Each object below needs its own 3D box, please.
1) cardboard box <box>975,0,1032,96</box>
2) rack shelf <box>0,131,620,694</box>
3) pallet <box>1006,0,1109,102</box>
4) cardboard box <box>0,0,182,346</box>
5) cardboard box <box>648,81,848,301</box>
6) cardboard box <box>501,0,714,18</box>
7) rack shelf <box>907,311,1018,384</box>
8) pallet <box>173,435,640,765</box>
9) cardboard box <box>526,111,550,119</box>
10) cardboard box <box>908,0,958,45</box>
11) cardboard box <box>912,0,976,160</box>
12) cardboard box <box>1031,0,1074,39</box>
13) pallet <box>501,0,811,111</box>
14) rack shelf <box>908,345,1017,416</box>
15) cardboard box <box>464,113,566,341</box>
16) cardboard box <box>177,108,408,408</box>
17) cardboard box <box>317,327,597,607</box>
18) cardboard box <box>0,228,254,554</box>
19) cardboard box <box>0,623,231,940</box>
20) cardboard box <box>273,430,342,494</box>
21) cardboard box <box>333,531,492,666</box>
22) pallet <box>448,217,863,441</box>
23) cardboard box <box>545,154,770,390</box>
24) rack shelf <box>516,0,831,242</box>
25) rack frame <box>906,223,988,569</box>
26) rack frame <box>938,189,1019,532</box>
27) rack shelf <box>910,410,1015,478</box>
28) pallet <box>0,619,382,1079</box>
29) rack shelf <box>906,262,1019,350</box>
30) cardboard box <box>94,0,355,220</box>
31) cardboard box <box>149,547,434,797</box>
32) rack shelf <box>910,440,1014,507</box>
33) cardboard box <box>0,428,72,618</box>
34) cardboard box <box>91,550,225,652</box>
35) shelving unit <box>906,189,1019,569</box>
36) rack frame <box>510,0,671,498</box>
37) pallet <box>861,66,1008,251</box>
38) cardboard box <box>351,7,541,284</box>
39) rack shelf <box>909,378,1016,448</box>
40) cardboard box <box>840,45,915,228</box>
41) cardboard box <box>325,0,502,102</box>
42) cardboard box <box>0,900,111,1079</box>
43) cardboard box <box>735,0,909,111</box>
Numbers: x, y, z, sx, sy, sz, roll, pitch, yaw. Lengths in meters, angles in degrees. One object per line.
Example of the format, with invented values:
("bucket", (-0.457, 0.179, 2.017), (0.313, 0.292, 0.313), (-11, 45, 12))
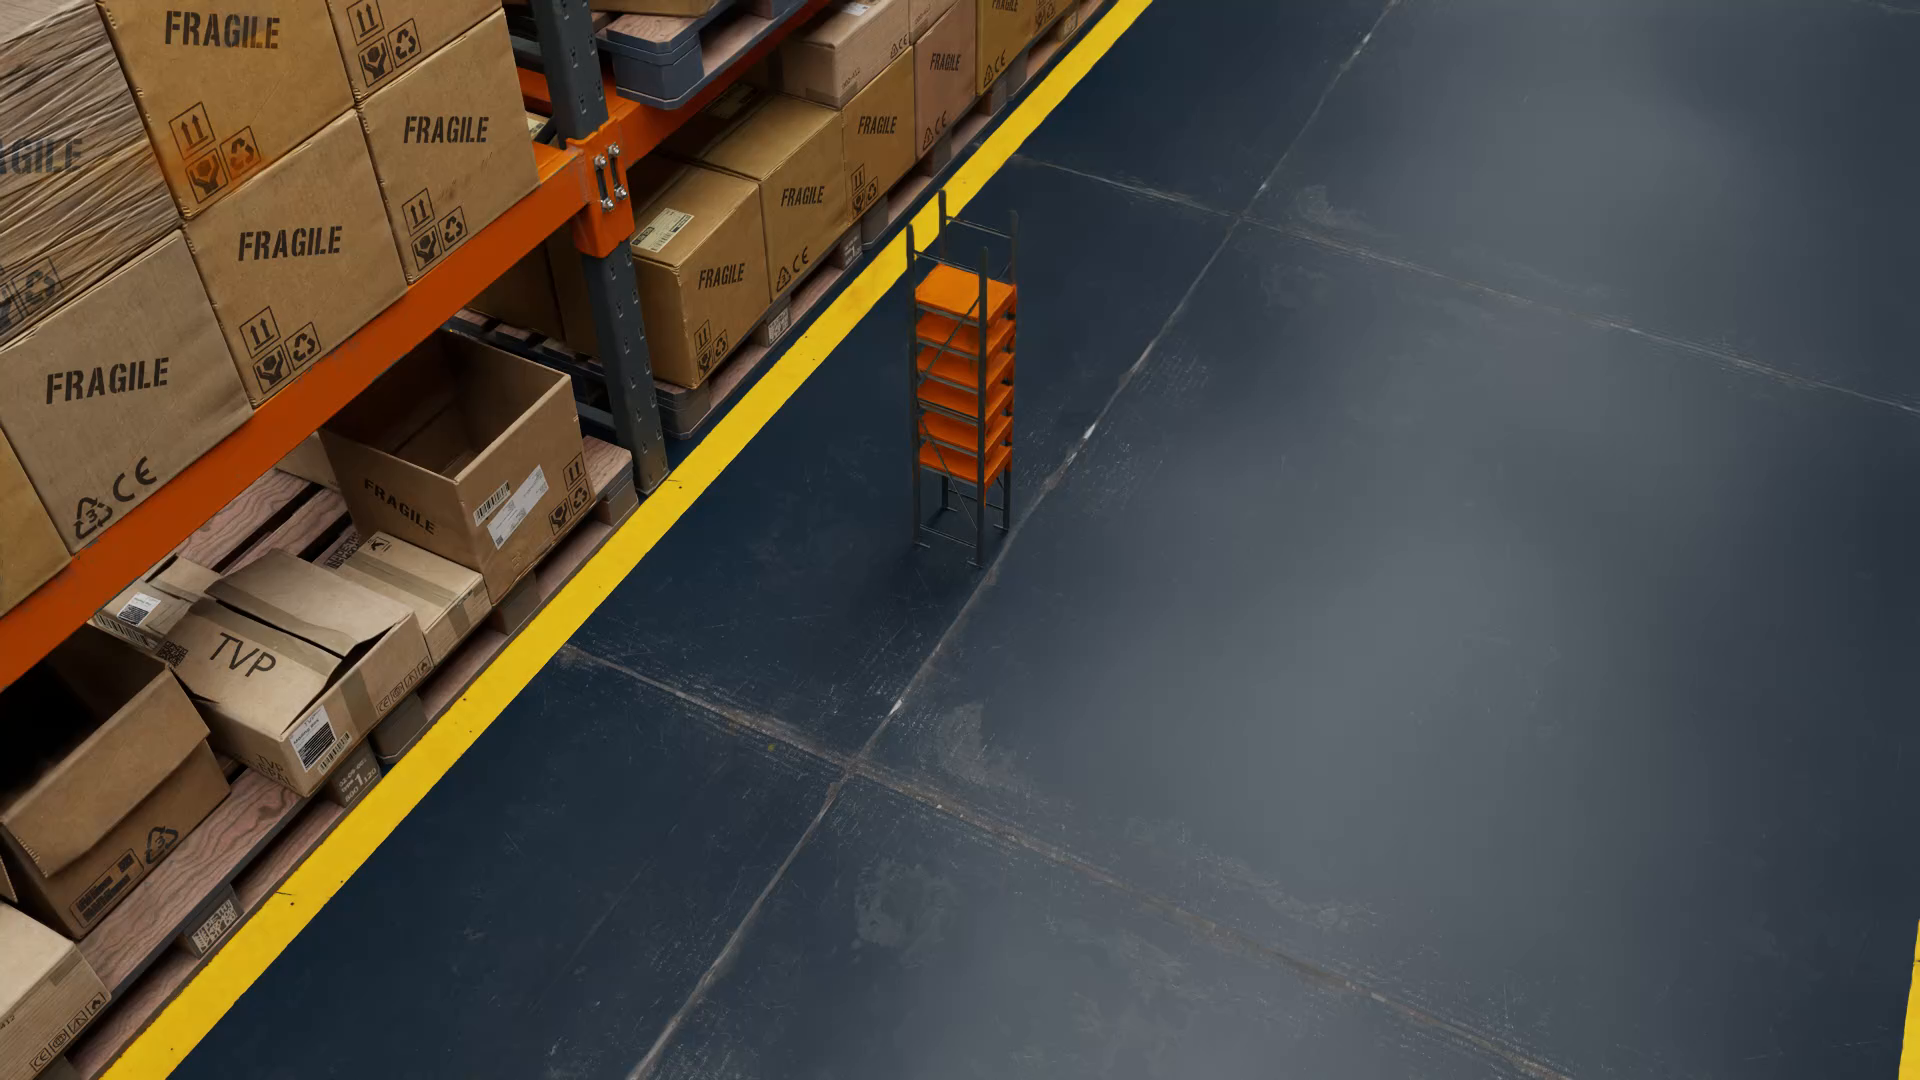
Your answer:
("cardboard box", (-0.032, -2.199, 6.762), (0.500, 0.500, 0.500), (19, 48, 18))
("rack shelf", (-2.351, 0.117, 3.531), (1.077, 0.370, 4.000), (20, 49, 19))
("pallet", (0.054, -2.477, 7.550), (1.003, 0.211, 1.213), (20, 49, 19))
("cardboard box", (-1.897, -0.737, 3.096), (0.500, 0.500, 0.500), (21, 49, 19))
("cardboard box", (-0.744, -1.235, 5.810), (0.500, 0.500, 0.500), (21, 49, 20))
("cardboard box", (-1.004, -1.803, 4.557), (0.700, 0.500, 0.500), (6, 46, 6))
("rack shelf", (0.007, -0.568, 4.693), (0.258, 0.103, 0.180), (20, 49, 19))
("pallet", (-1.742, 0.017, 5.085), (1.003, 0.211, 1.213), (20, 49, 19))
("cardboard box", (-1.210, -1.386, 5.959), (0.500, 0.500, 0.500), (21, 49, 19))
("cardboard box", (-0.285, -2.106, 6.143), (0.500, 0.250, 0.500), (20, 49, 18))
("cardboard box", (-0.271, -1.866, 6.434), (0.500, 0.500, 0.500), (19, 48, 18))
("cardboard box", (0.208, -2.525, 7.084), (0.500, 0.500, 0.500), (22, 49, 21))
("pallet", (-0.955, -1.795, 5.050), (1.003, 0.211, 1.213), (20, 49, 19))
("rack shelf", (0.007, -0.484, 4.779), (0.258, 0.103, 0.180), (20, 49, 19))
("cardboard box", (-1.447, -1.077, 5.654), (0.500, 0.500, 0.500), (20, 49, 19))
("cardboard box", (-1.665, -0.706, 3.768), (0.500, 0.500, 0.500), (22, 49, 20))
("cardboard box", (-1.436, -0.219, 4.806), (0.500, 0.500, 0.500), (20, 49, 19))
("cardboard box", (-1.902, -0.381, 3.448), (0.500, 0.500, 0.500), (22, 49, 20))
("cardboard box", (-2.290, 0.513, 4.080), (0.797, 0.503, 0.637), (20, 49, 19))
("cardboard box", (-1.809, -0.412, 5.129), (0.500, 0.311, 0.500), (20, 49, 19))
("cardboard box", (-1.557, 0.161, 4.677), (0.380, 0.149, 0.250), (20, 49, 19))
("pallet", (-1.078, -0.940, 6.031), (1.003, 0.211, 1.213), (20, 49, 19))
("cardboard box", (-0.982, -0.896, 5.475), (0.500, 0.500, 0.500), (18, 48, 17))
("rack shelf", (-0.494, -2.403, 6.021), (1.077, 0.370, 4.000), (20, 49, 19))
("rack frame", (-0.036, -0.373, 4.775), (0.240, 1.200, 0.006), (20, 49, 19))
("rack frame", (0.049, -0.489, 4.889), (0.240, 1.200, 0.006), (20, 49, 19))
("rack shelf", (0.007, -0.315, 4.949), (0.258, 0.103, 0.180), (20, 49, 19))
("pallet", (-2.307, 0.789, 4.322), (1.003, 0.211, 1.213), (20, 49, 19))
("rack shelf", (0.007, -0.653, 4.608), (0.258, 0.103, 0.180), (20, 49, 19))
("cardboard box", (-1.663, -1.054, 3.410), (0.500, 0.500, 0.500), (20, 49, 18))
("cardboard box", (-1.784, 0.320, 4.406), (0.500, 0.311, 0.500), (20, 49, 19))
("rack shelf", (0.007, -0.231, 5.035), (0.258, 0.103, 0.180), (20, 49, 19))
("cardboard box", (-2.136, -0.060, 3.130), (0.500, 0.500, 0.500), (21, 49, 20))
("cardboard box", (-2.202, 0.187, 4.639), (0.380, 0.166, 0.250), (20, 49, 19))
("shelving unit", (0.007, -0.431, 4.832), (0.258, 1.200, 0.189), (20, 49, 19))
("rack frame", (-1.422, -1.396, 4.520), (1.000, 3.000, 0.127), (20, 49, 19))
("pallet", (-0.513, -1.712, 6.793), (1.003, 0.211, 1.213), (20, 49, 19))
("cardboard box", (-1.427, -1.031, 4.090), (0.500, 0.500, 0.500), (21, 49, 20))
("rack shelf", (0.007, -0.400, 4.864), (0.258, 0.103, 0.180), (20, 49, 19))
("cardboard box", (-0.506, -1.548, 6.119), (0.500, 0.500, 0.500), (21, 49, 20))
("cardboard box", (-1.428, -1.378, 3.730), (0.500, 0.500, 0.500), (21, 49, 19))
("cardboard box", (-2.311, 1.057, 3.720), (0.500, 0.250, 0.500), (20, 49, 19))
("cardboard box", (-0.518, -1.789, 5.830), (0.500, 0.250, 0.500), (21, 49, 19))
